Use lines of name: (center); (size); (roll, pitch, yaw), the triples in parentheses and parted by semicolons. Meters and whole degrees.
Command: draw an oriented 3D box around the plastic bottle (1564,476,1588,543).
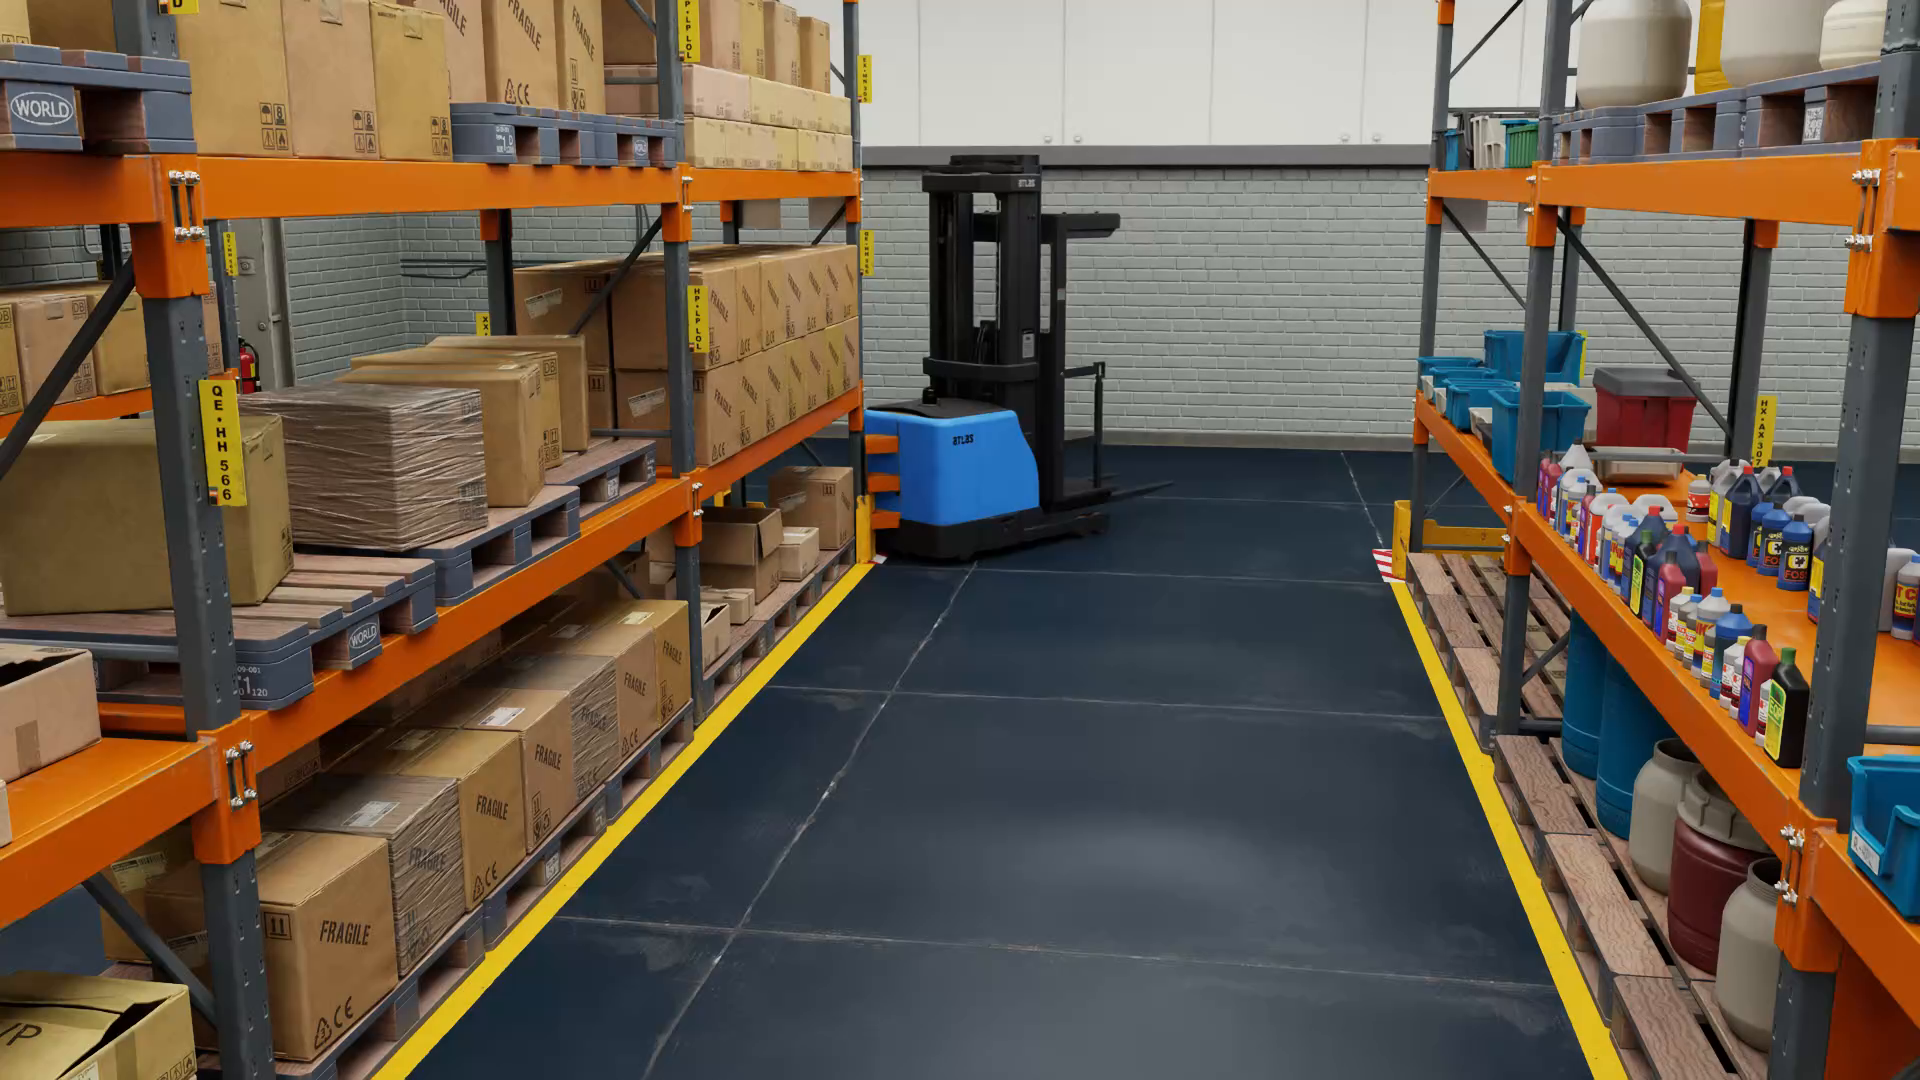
plastic bottle: (2.515, -0.124, 6.756); (0.097, 0.271, 0.097); (0, 12, 0)

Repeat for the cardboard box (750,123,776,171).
cardboard box: (-1.351, -2.226, 9.440); (0.500, 0.250, 0.500); (2, 12, 9)

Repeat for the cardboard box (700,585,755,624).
cardboard box: (-1.428, 0.377, 9.804); (0.380, 0.166, 0.250); (2, 12, 9)

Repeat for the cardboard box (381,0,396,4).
cardboard box: (-2.215, -2.006, 5.452); (0.500, 0.500, 0.500); (2, 12, 9)

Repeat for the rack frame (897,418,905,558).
rack frame: (-0.446, -0.397, 12.295); (0.008, 1.050, 0.200); (-4, 13, -6)

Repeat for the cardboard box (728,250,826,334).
cardboard box: (-1.163, -1.588, 10.629); (0.500, 0.500, 0.500); (2, 12, 10)

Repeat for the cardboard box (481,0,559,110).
cardboard box: (-2.060, -2.059, 6.837); (0.600, 0.600, 0.600); (2, 12, 8)

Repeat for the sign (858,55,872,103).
sign: (-0.669, -3.242, 11.694); (0.100, 0.325, 0.005); (2, 12, 9)

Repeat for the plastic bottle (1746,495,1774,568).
plastic bottle: (3.063, -0.035, 6.339); (0.097, 0.271, 0.097); (0, 12, 0)

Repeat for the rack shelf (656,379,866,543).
rack shelf: (-1.522, -0.597, 10.350); (1.077, 0.370, 4.000); (2, 12, 9)

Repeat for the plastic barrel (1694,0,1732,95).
plastic barrel: (3.124, -1.938, 6.302); (0.600, 0.588, 0.600); (0, 12, 0)

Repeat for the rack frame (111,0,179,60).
rack frame: (-2.445, -2.632, 3.847); (1.000, 3.000, 0.127); (2, 12, 9)

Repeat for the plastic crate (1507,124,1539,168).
plastic crate: (2.831, -1.832, 7.755); (0.450, 0.188, 0.662); (2, 12, 9)

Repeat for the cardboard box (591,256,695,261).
cardboard box: (-1.854, -1.395, 9.736); (0.500, 0.500, 0.500); (2, 12, 9)

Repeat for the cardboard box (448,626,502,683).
cardboard box: (-2.299, 0.409, 7.084); (0.500, 0.250, 0.500); (2, 12, 9)

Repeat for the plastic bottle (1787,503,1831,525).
plastic bottle: (3.169, -0.009, 6.208); (0.152, 0.276, 0.135); (2, 12, 9)

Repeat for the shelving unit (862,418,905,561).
shelving unit: (-0.567, -0.388, 12.282); (0.252, 1.050, 0.215); (-4, 13, -6)

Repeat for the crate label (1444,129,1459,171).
crate label: (3.218, -2.416, 10.315); (0.408, 0.251, 0.502); (2, 12, 9)

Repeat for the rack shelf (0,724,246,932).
rack shelf: (-2.752, 1.069, 2.623); (1.077, 0.370, 4.000); (2, 12, 9)

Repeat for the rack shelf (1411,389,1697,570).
rack shelf: (3.372, -0.435, 9.602); (1.077, 0.370, 4.000); (2, 12, 9)

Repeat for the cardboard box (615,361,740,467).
cardboard box: (-1.482, -0.678, 8.783); (0.500, 0.500, 0.500); (2, 12, 10)

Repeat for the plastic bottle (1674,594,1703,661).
plastic bottle: (2.251, 0.268, 5.102); (0.097, 0.201, 0.097); (0, 12, 0)

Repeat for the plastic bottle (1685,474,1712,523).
plastic bottle: (3.197, -0.181, 7.186); (0.097, 0.201, 0.097); (0, 12, 0)

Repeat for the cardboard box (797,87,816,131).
cardboard box: (-1.199, -2.679, 10.353); (0.500, 0.250, 0.500); (2, 12, 9)

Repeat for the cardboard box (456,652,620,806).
cardboard box: (-1.784, 0.794, 7.079); (0.500, 0.500, 0.500); (2, 12, 9)

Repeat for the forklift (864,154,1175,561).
forklift: (0.550, -1.526, 13.119); (1.130, 2.935, 3.031); (12, 17, 43)

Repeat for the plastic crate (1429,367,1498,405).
plastic crate: (3.215, -0.973, 10.644); (0.416, 0.233, 0.300); (2, 12, 9)

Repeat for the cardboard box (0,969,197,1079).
cardboard box: (-2.282, 1.282, 4.122); (0.500, 0.311, 0.500); (2, 12, 10)

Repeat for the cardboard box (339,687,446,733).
cardboard box: (-2.378, 0.888, 6.642); (0.500, 0.500, 0.500); (1, 12, 7)

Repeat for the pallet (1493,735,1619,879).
pallet: (2.904, 1.152, 7.149); (1.003, 0.211, 1.213); (2, 12, 9)

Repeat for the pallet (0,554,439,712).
pallet: (-2.410, 0.251, 5.164); (1.213, 0.211, 1.003); (2, 12, 9)

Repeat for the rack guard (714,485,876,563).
rack guard: (-1.226, -0.127, 12.396); (1.175, 0.500, 0.348); (2, 12, 9)

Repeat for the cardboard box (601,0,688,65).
cardboard box: (-1.793, -2.639, 8.386); (0.700, 0.500, 0.500); (2, 12, 9)

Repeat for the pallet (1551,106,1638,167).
pallet: (3.040, -1.578, 6.526); (1.213, 0.211, 1.003); (2, 12, 9)

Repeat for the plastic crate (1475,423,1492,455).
plastic crate: (2.971, -0.507, 8.738); (0.437, 0.125, 0.590); (2, 12, 9)

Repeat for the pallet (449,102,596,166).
pallet: (-2.156, -1.557, 6.424); (1.213, 0.211, 1.003); (2, 12, 9)

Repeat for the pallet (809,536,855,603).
pallet: (-1.348, 0.180, 11.656); (1.003, 0.211, 1.213); (2, 12, 9)

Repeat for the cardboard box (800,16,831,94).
cardboard box: (-1.277, -3.261, 11.275); (0.700, 0.500, 0.500); (2, 12, 9)

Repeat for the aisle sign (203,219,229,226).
aisle sign: (-5.802, -2.801, 12.698); (0.394, 0.787, 0.004); (2, 12, 9)

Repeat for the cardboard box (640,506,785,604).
cardboard box: (-1.546, 0.082, 10.374); (0.797, 0.503, 0.637); (2, 12, 9)

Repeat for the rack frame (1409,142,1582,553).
rack frame: (3.679, -1.203, 11.458); (1.000, 3.000, 0.127); (2, 12, 9)

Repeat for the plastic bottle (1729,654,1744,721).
plastic bottle: (2.161, 0.389, 4.538); (0.097, 0.201, 0.097); (0, 12, 0)

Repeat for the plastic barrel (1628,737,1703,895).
plastic barrel: (2.680, 1.015, 6.073); (0.421, 0.512, 0.421); (0, 12, 0)

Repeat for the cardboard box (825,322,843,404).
cardboard box: (-1.091, -1.203, 11.220); (0.500, 0.500, 0.500); (2, 12, 9)

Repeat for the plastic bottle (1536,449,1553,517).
plastic bottle: (2.586, -0.251, 7.316); (0.061, 0.283, 0.133); (2, 12, 9)

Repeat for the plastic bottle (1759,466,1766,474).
plastic bottle: (3.333, -0.172, 6.947); (0.061, 0.283, 0.133); (2, 12, 9)

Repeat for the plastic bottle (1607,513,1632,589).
plastic bottle: (2.394, 0.040, 5.991); (0.097, 0.271, 0.097); (0, 12, 0)

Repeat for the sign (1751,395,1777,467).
sign: (3.608, -0.488, 7.480); (0.100, 0.325, 0.005); (2, 12, 9)

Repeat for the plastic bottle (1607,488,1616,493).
plastic bottle: (2.686, -0.113, 6.871); (0.097, 0.201, 0.097); (0, 12, 0)

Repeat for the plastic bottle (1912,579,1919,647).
plastic bottle: (3.058, 0.200, 5.221); (0.061, 0.283, 0.133); (2, 12, 9)

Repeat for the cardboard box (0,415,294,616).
cardboard box: (-2.459, -0.088, 5.049); (0.700, 0.500, 0.500); (-2, 12, -10)
